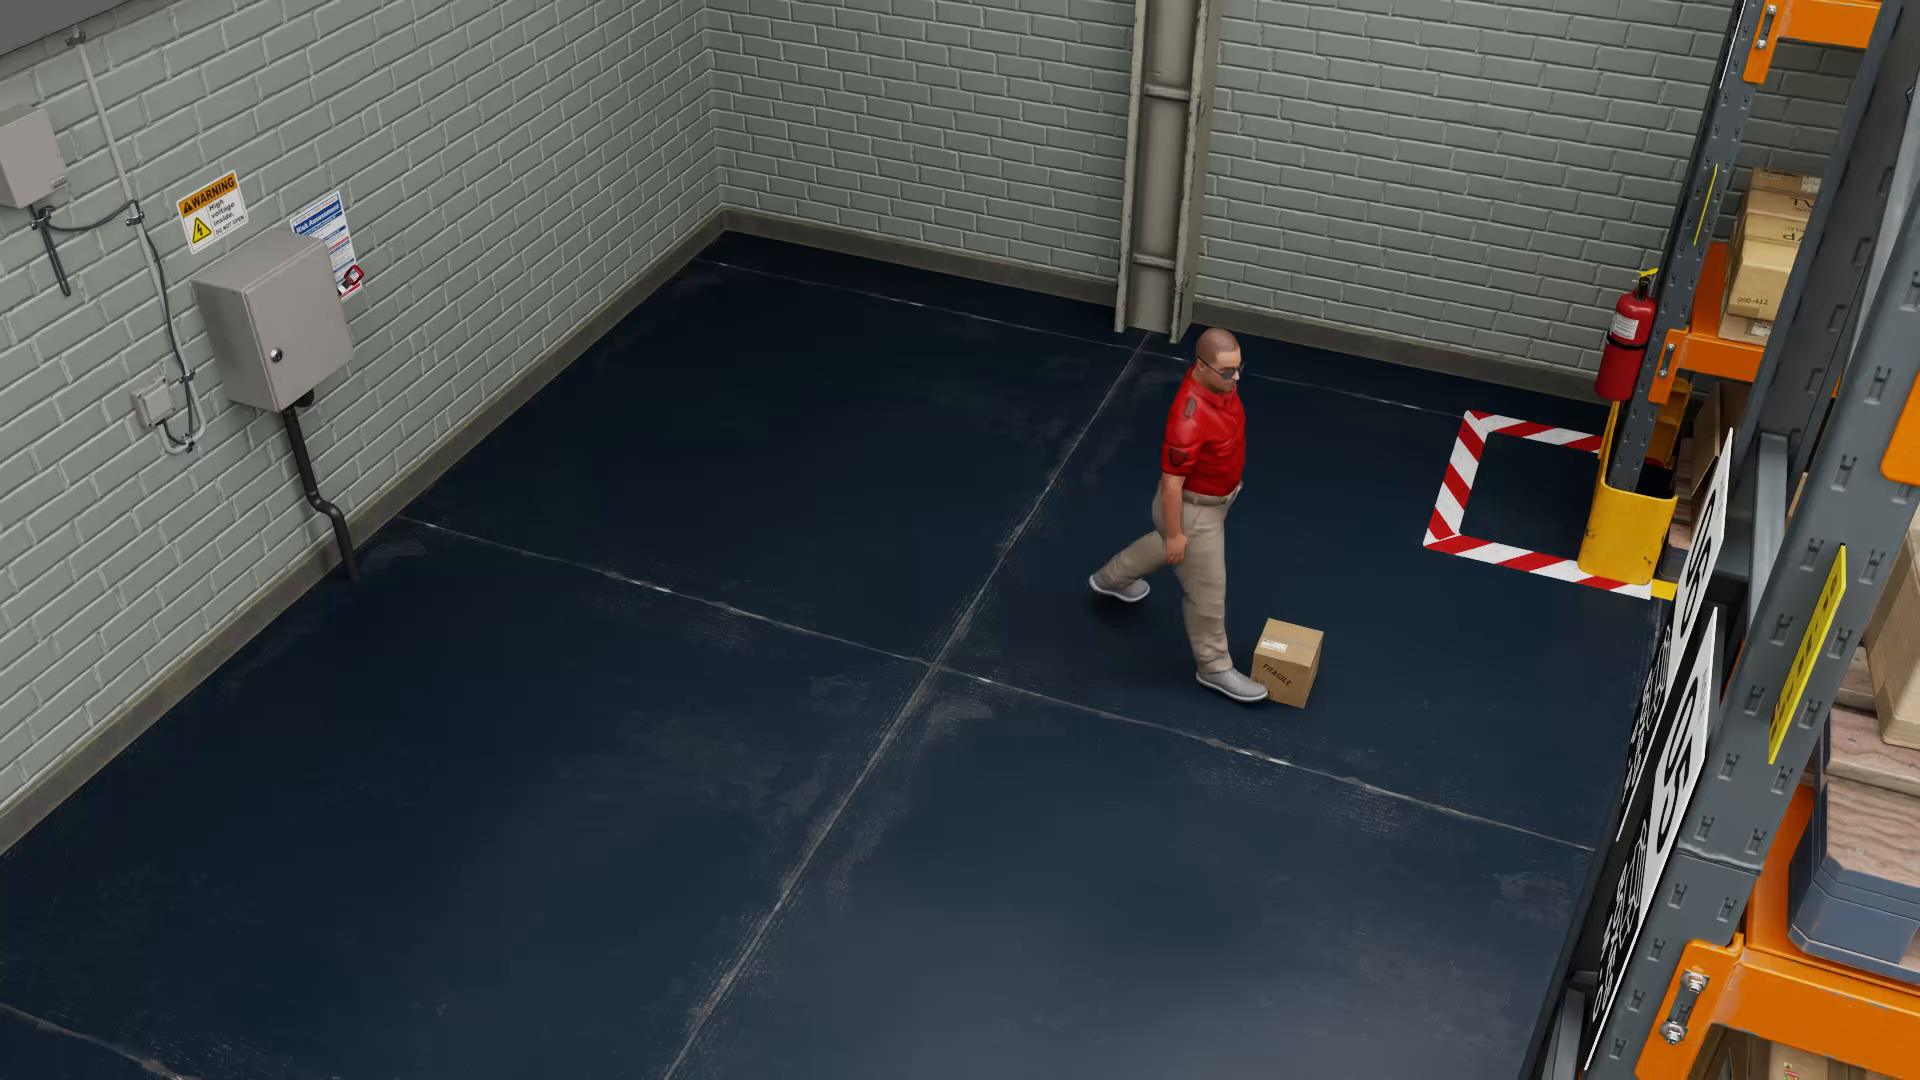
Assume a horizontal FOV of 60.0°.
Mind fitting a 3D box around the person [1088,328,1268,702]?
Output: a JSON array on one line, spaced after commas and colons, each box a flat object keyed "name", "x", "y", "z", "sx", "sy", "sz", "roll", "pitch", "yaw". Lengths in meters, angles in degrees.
[{"name": "person", "x": 0.996, "y": -0.189, "z": 7.070, "sx": 0.871, "sy": 1.706, "sz": 0.647, "roll": 10, "pitch": 38, "yaw": 13}]
